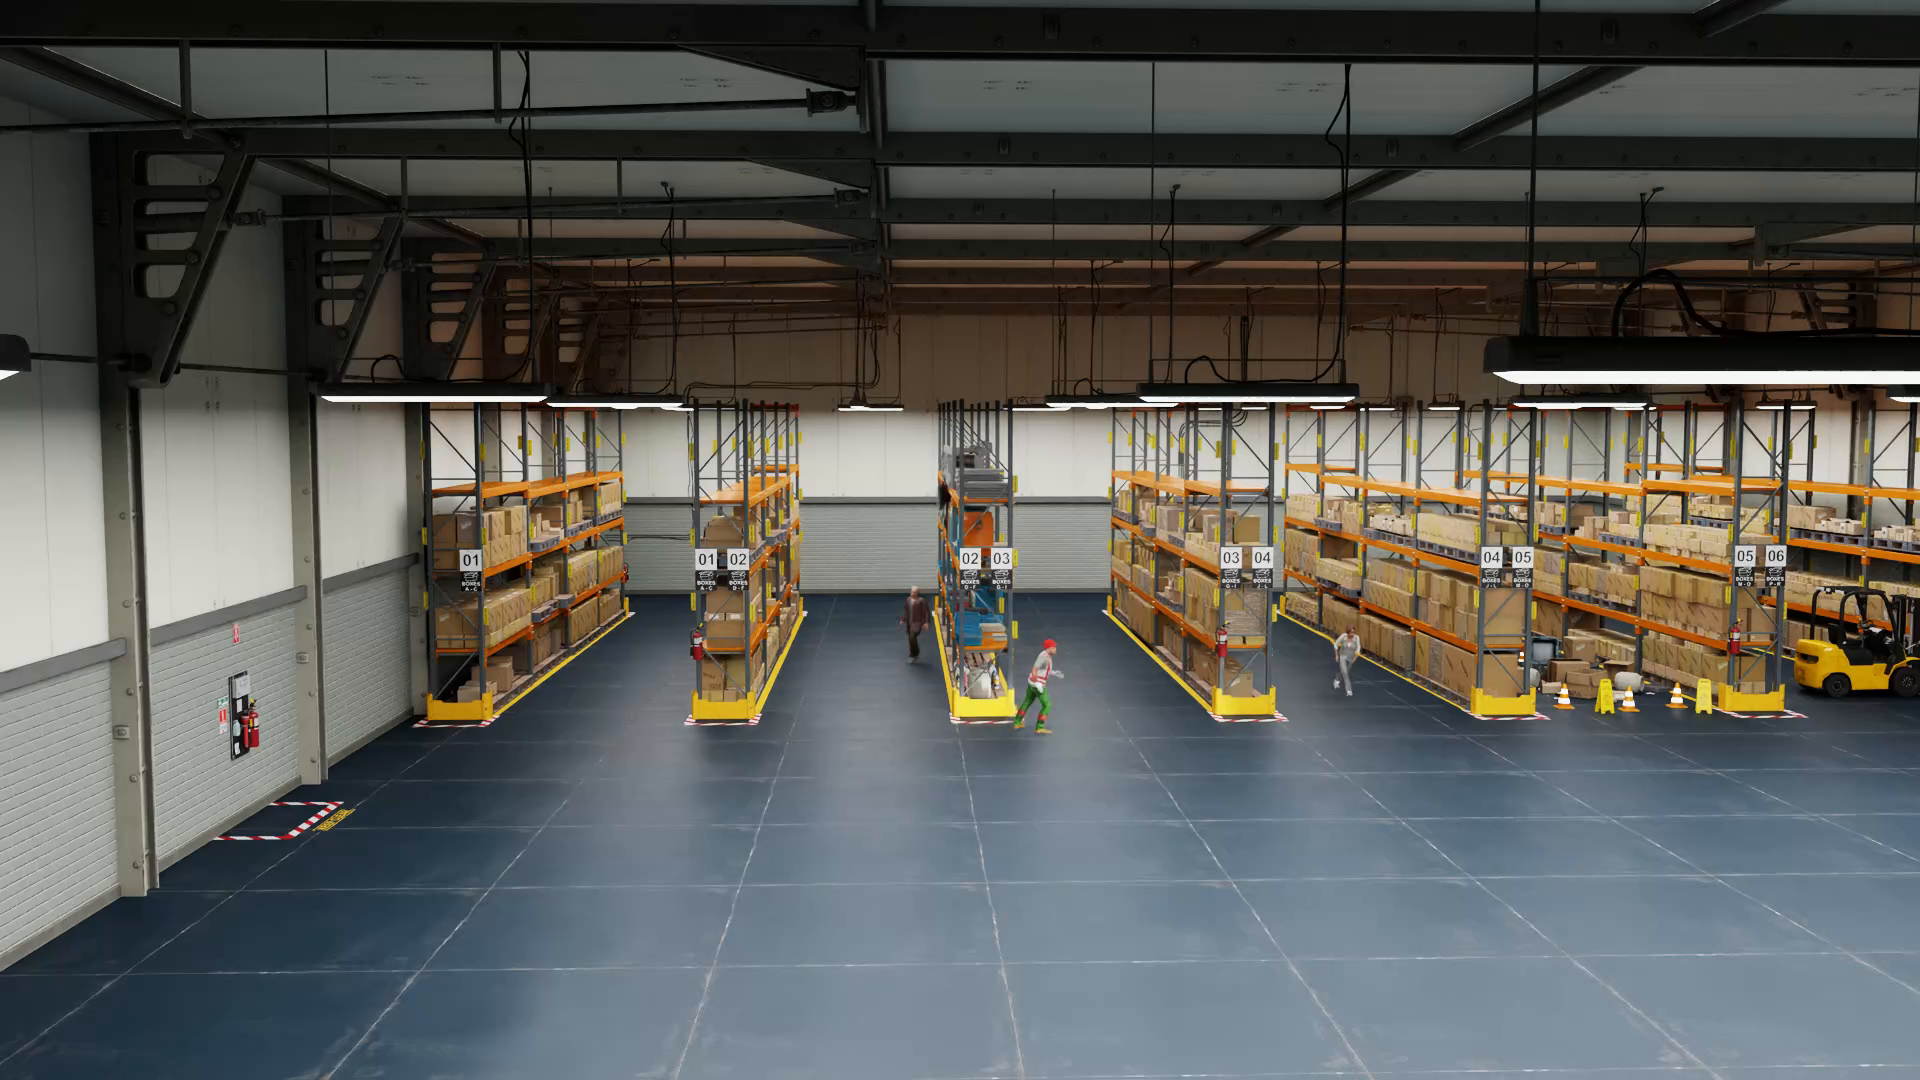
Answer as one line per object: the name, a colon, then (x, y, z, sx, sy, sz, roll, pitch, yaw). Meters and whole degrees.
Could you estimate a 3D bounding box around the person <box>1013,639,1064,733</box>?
person: (1.425, 2.614, 29.893, 0.906, 1.710, 0.699, 0, 4, -3)

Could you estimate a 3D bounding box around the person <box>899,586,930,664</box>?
person: (-1.008, 1.926, 38.025, 0.699, 1.760, 0.644, 4, 6, 40)

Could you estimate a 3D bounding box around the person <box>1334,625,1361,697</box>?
person: (7.871, 2.422, 33.957, 0.520, 1.449, 0.976, 0, 4, -1)
